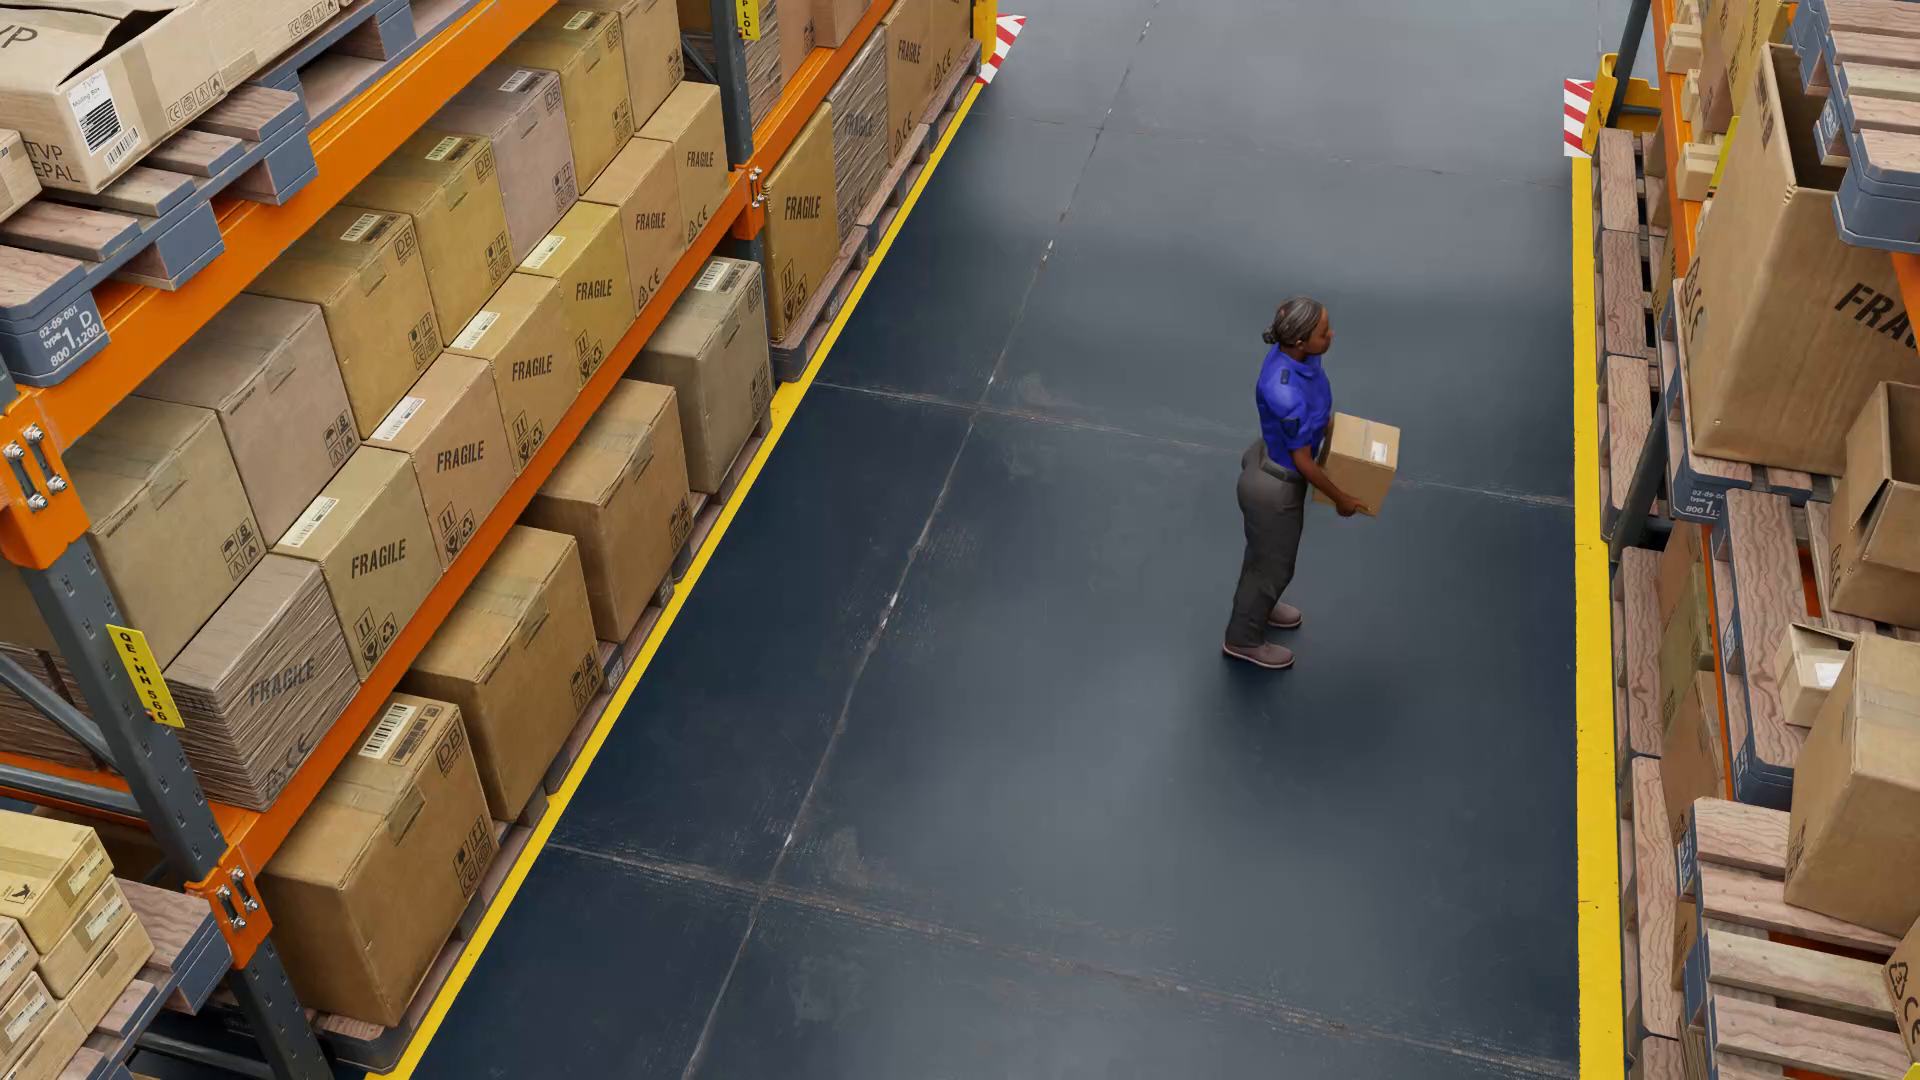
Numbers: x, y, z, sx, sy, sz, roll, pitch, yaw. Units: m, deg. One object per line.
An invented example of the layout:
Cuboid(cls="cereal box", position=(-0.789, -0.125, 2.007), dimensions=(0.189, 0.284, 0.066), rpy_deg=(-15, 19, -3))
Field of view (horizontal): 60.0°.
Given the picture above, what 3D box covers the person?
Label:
Cuboid(cls="person", position=(1.326, -0.207, 6.406), dimensions=(0.504, 1.656, 0.435), rpy_deg=(10, 42, 11))
